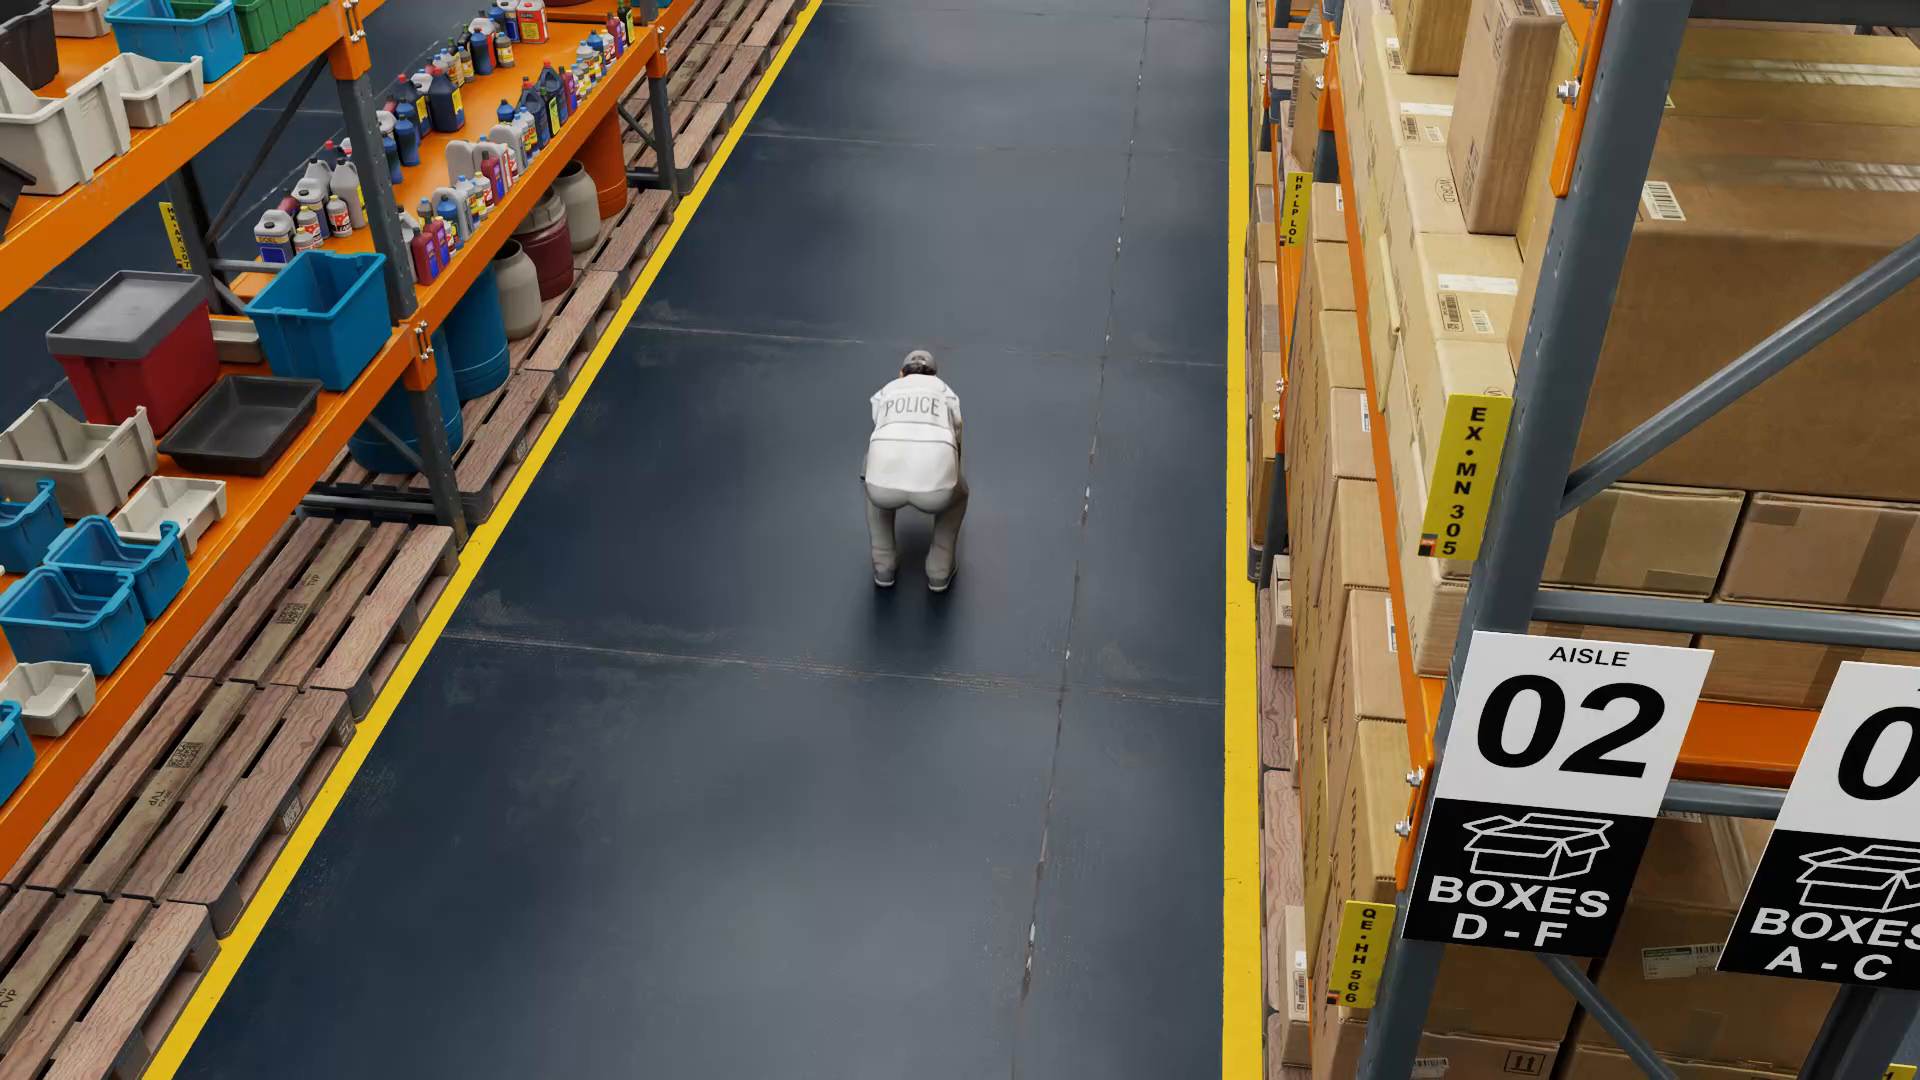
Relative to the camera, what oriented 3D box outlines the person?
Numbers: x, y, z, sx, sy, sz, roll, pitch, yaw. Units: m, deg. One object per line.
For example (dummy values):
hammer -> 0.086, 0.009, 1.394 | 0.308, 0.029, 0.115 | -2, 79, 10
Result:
person -> -0.213, -0.307, 8.052 | 0.518, 0.959, 0.935 | 3, 36, 4
